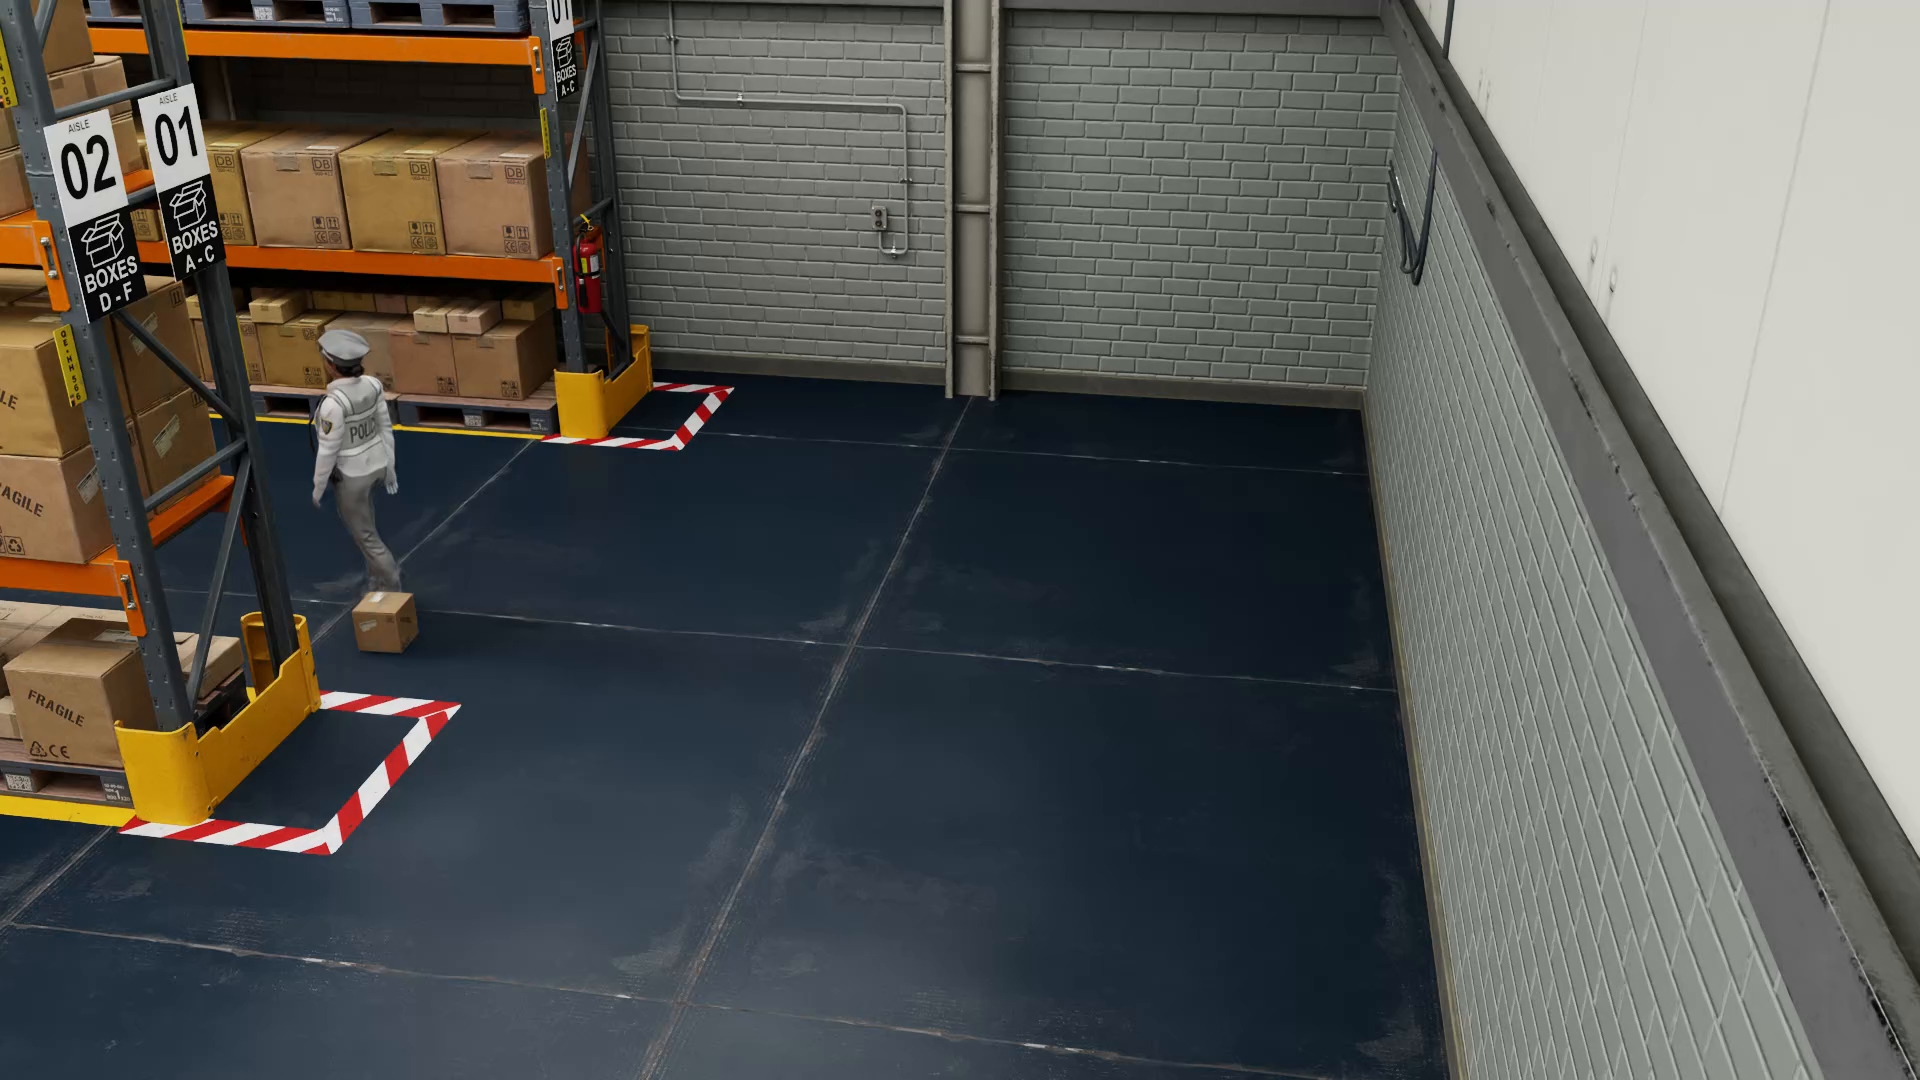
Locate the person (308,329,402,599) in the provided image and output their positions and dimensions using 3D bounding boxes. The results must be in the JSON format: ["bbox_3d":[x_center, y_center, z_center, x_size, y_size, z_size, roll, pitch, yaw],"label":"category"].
[{"bbox_3d":[-3.406,-0.345,9.313,0.456,1.734,0.482,6,26,13],"label":"person"}]
